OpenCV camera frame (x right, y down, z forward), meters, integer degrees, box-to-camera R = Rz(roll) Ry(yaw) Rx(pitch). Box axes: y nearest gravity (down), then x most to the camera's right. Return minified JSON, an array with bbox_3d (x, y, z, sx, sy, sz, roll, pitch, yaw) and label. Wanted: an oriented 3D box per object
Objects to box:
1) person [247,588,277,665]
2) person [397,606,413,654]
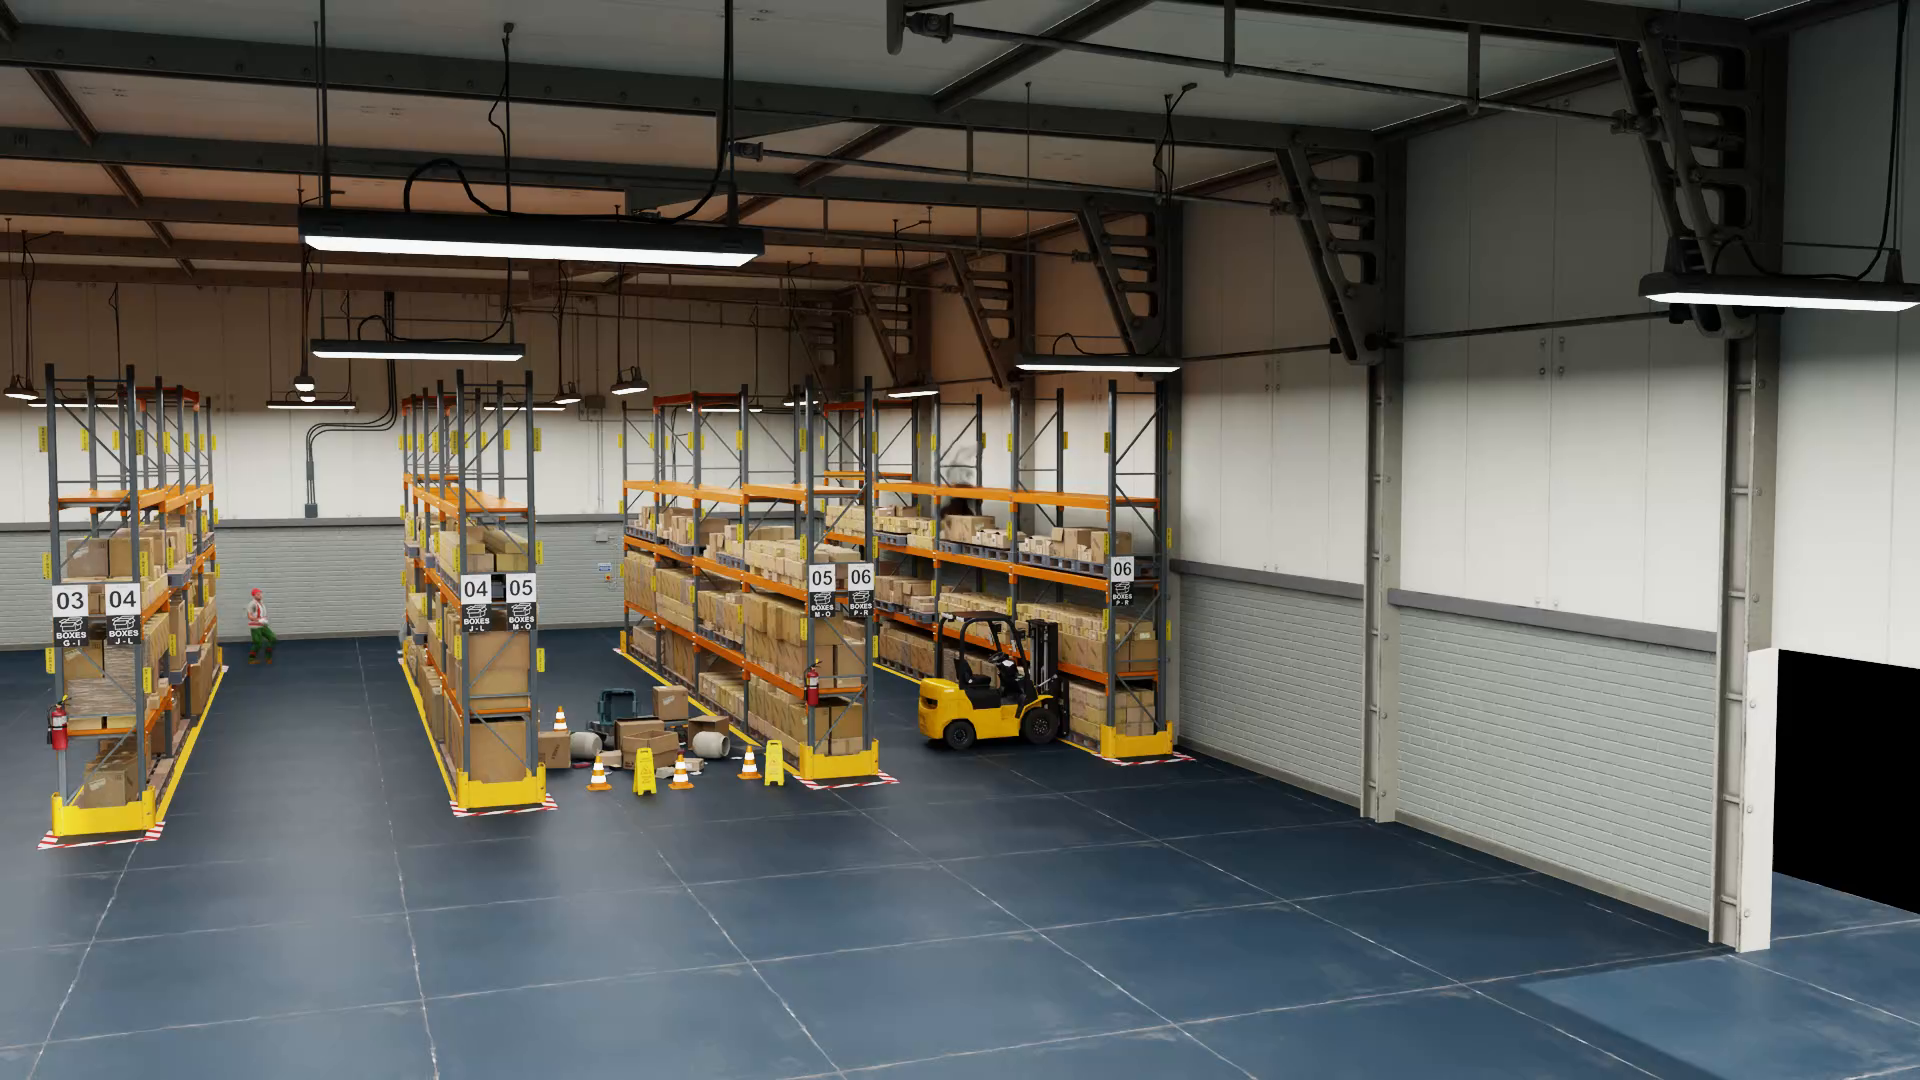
[{"bbox_3d":[-15.778,1.989,37.423,0.636,1.807,0.669,1,3,9],"label":"person"},{"bbox_3d":[-12.978,1.913,39.105,0.661,1.589,0.631,0,3,-3],"label":"person"}]
